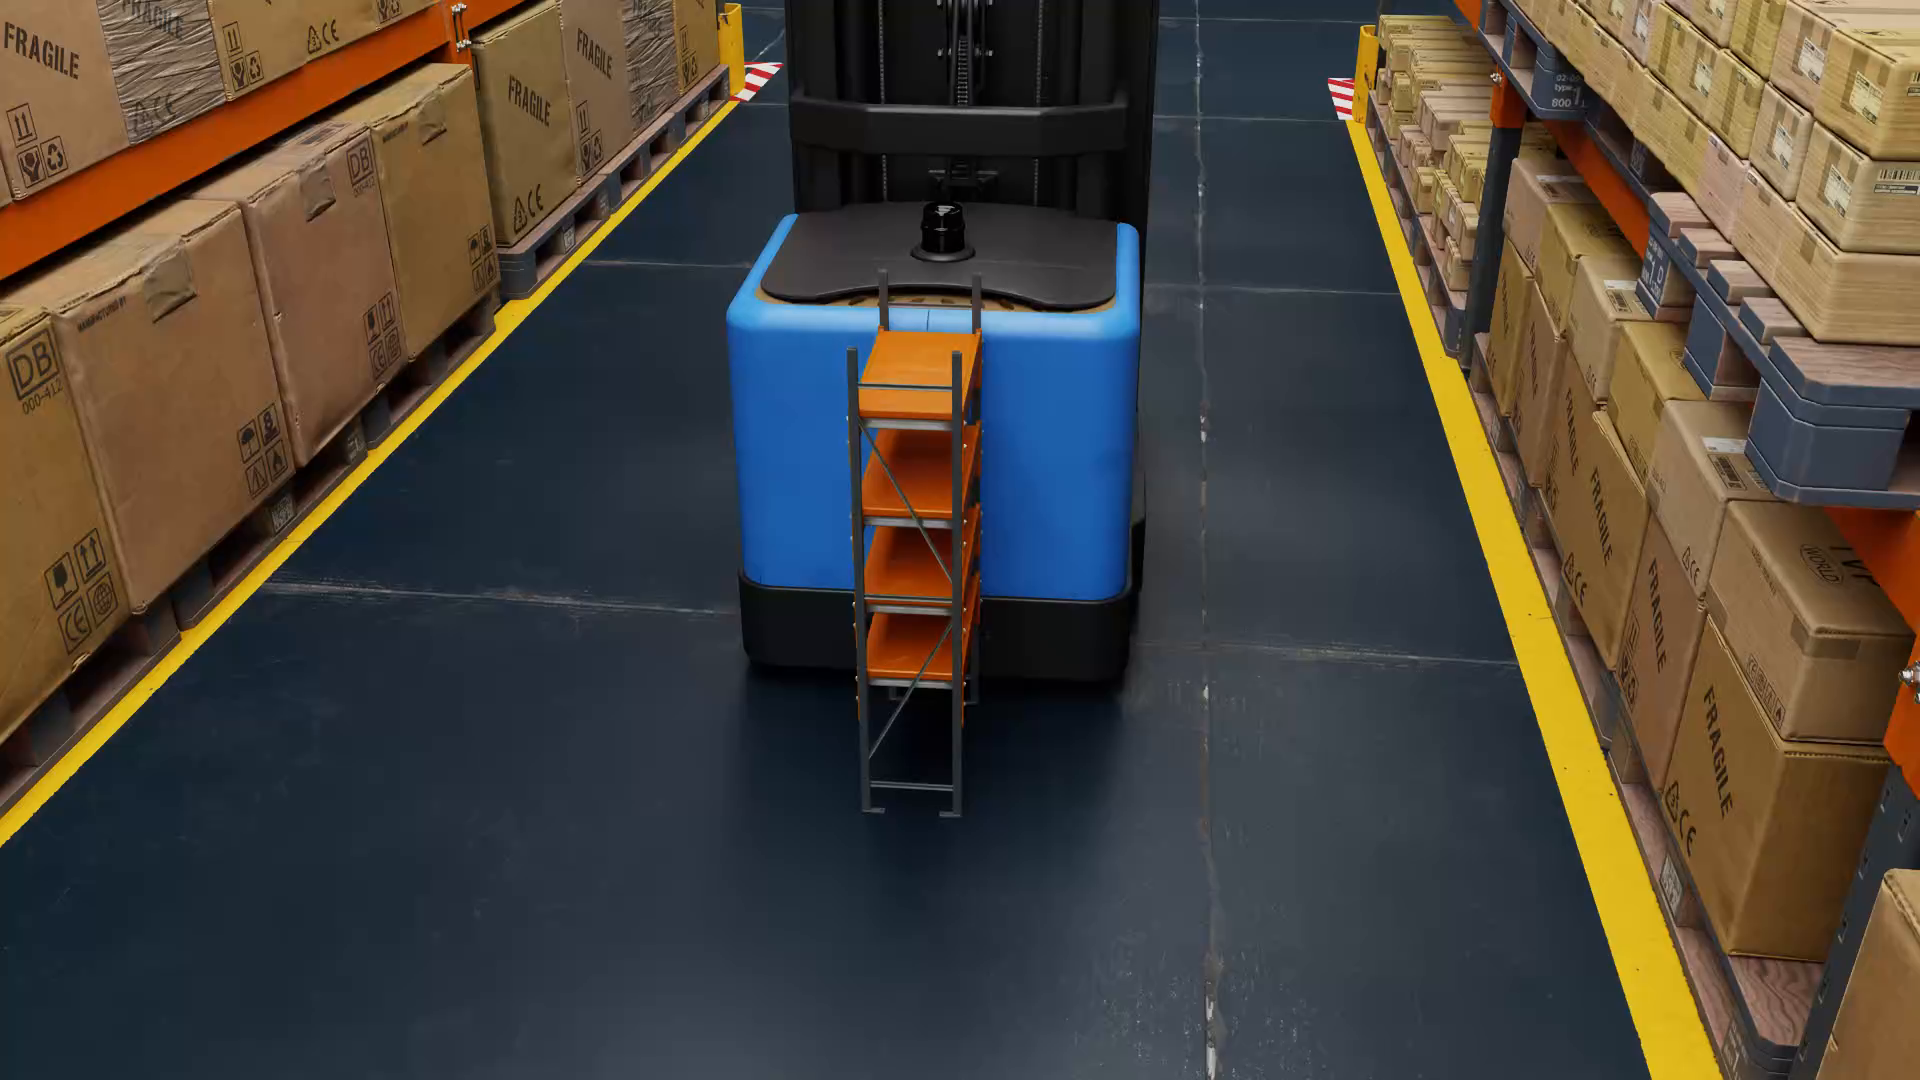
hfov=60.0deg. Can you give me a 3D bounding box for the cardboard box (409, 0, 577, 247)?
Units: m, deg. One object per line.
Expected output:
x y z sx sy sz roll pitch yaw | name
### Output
-2.298 -1.866 7.349 0.875 0.875 0.875 3 28 6 | cardboard box

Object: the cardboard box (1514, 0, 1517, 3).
1.919 -1.760 5.176 0.380 0.149 0.250 4 29 7 | cardboard box

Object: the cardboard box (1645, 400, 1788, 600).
1.837 -0.082 3.642 0.500 0.250 0.500 4 29 7 | cardboard box

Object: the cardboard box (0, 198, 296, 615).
-2.726 -0.420 4.665 1.225 0.875 0.875 3 29 6 | cardboard box

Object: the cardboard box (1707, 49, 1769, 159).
1.631 -0.806 3.092 0.380 0.149 0.250 4 29 7 | cardboard box

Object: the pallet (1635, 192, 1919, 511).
1.944 -0.349 2.938 1.213 0.211 1.003 3 28 6 | pallet

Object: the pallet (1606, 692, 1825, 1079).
2.059 0.768 3.602 1.003 0.211 1.213 3 28 6 | pallet

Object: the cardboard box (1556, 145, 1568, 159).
2.784 -1.689 7.158 0.380 0.149 0.250 3 28 5 | cardboard box

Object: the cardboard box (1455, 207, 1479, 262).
2.175 -1.202 6.569 0.380 0.149 0.250 4 29 7 | cardboard box

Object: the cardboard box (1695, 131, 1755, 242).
1.630 -0.663 3.140 0.380 0.149 0.250 4 29 7 | cardboard box

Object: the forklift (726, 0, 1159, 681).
0.056 -1.586 5.104 1.130 2.935 3.031 2 28 5 | forklift

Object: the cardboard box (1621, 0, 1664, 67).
1.727 -1.164 3.756 0.380 0.149 0.250 4 29 7 | cardboard box

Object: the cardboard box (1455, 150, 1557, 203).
2.229 -1.472 6.755 0.380 0.149 0.250 4 29 7 | cardboard box

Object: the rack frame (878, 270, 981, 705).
-0.070 -0.097 4.164 0.240 1.200 0.015 3 28 5 | rack frame

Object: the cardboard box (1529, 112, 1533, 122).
2.998 -2.045 8.132 0.380 0.149 0.250 5 29 9 | cardboard box

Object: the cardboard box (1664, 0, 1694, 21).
1.697 -1.166 3.447 0.380 0.149 0.250 3 28 6 | cardboard box

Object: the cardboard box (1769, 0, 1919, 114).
1.600 -0.804 2.774 0.380 0.149 0.250 3 28 6 | cardboard box

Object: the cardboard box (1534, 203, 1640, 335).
2.037 -0.806 4.986 0.500 0.250 0.500 4 29 8 | cardboard box

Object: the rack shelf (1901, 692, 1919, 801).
1.717 1.166 0.681 1.077 0.370 4.000 3 28 6 | rack shelf

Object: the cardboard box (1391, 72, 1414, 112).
2.452 -2.326 8.655 0.380 0.149 0.250 4 29 8 | cardboard box

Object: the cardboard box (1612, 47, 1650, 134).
1.729 -1.029 3.819 0.380 0.149 0.250 4 29 8 | cardboard box

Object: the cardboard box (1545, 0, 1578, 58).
1.822 -1.404 4.516 0.380 0.149 0.250 2 28 4 | cardboard box

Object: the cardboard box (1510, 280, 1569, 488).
2.035 -0.478 5.167 0.500 0.500 0.500 5 29 8 | cardboard box

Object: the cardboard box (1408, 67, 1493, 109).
2.399 -2.202 8.110 0.380 0.149 0.250 4 29 7 | cardboard box

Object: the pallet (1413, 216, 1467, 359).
2.499 -1.066 7.005 1.003 0.211 1.213 3 28 6 | pallet

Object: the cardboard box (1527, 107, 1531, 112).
2.921 -2.176 8.062 0.380 0.149 0.250 2 28 4 | cardboard box

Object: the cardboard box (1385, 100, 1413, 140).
2.446 -2.200 8.735 0.380 0.149 0.250 4 29 7 | cardboard box

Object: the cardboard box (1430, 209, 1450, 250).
2.245 -1.355 7.165 0.380 0.149 0.250 2 28 5 | cardboard box

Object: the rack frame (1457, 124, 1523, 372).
2.452 -1.975 5.753 1.000 3.000 0.127 3 28 6 | rack frame

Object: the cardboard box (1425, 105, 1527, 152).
2.303 -1.840 7.438 0.380 0.149 0.250 2 28 4 | cardboard box

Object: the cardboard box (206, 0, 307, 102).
-2.369 -1.640 5.026 0.500 0.500 0.500 3 28 6 | cardboard box

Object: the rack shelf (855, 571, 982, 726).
-0.093 0.253 4.076 0.258 0.148 0.480 3 28 5 | rack shelf

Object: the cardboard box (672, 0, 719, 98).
-1.967 -3.137 9.708 0.875 0.875 0.875 3 28 6 | cardboard box

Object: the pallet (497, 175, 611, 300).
-2.287 -1.437 7.694 1.003 0.211 1.213 3 28 6 | pallet

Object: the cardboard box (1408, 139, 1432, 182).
2.384 -1.831 8.048 0.380 0.149 0.250 3 28 6 | cardboard box

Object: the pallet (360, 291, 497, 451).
-2.478 -0.716 6.356 1.003 0.211 1.213 3 28 6 | pallet

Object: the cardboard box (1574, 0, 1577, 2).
1.824 -1.528 4.433 0.380 0.149 0.250 4 29 8 | cardboard box

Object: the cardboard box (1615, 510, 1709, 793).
1.851 0.254 3.808 0.500 0.500 0.500 4 29 8 | cardboard box

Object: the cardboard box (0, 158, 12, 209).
-2.558 -0.928 3.704 0.500 0.500 0.500 3 28 5 | cardboard box

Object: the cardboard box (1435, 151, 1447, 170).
2.351 -1.691 7.476 0.380 0.149 0.250 4 29 7 | cardboard box

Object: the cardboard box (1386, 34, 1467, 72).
2.468 -2.575 8.802 0.380 0.149 0.250 3 28 6 | cardboard box

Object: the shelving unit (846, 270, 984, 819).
-0.093 0.019 3.950 0.258 1.200 0.503 3 28 5 | shelving unit

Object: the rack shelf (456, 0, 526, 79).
-2.213 -2.935 8.295 1.077 0.370 4.000 3 28 6 | rack shelf
